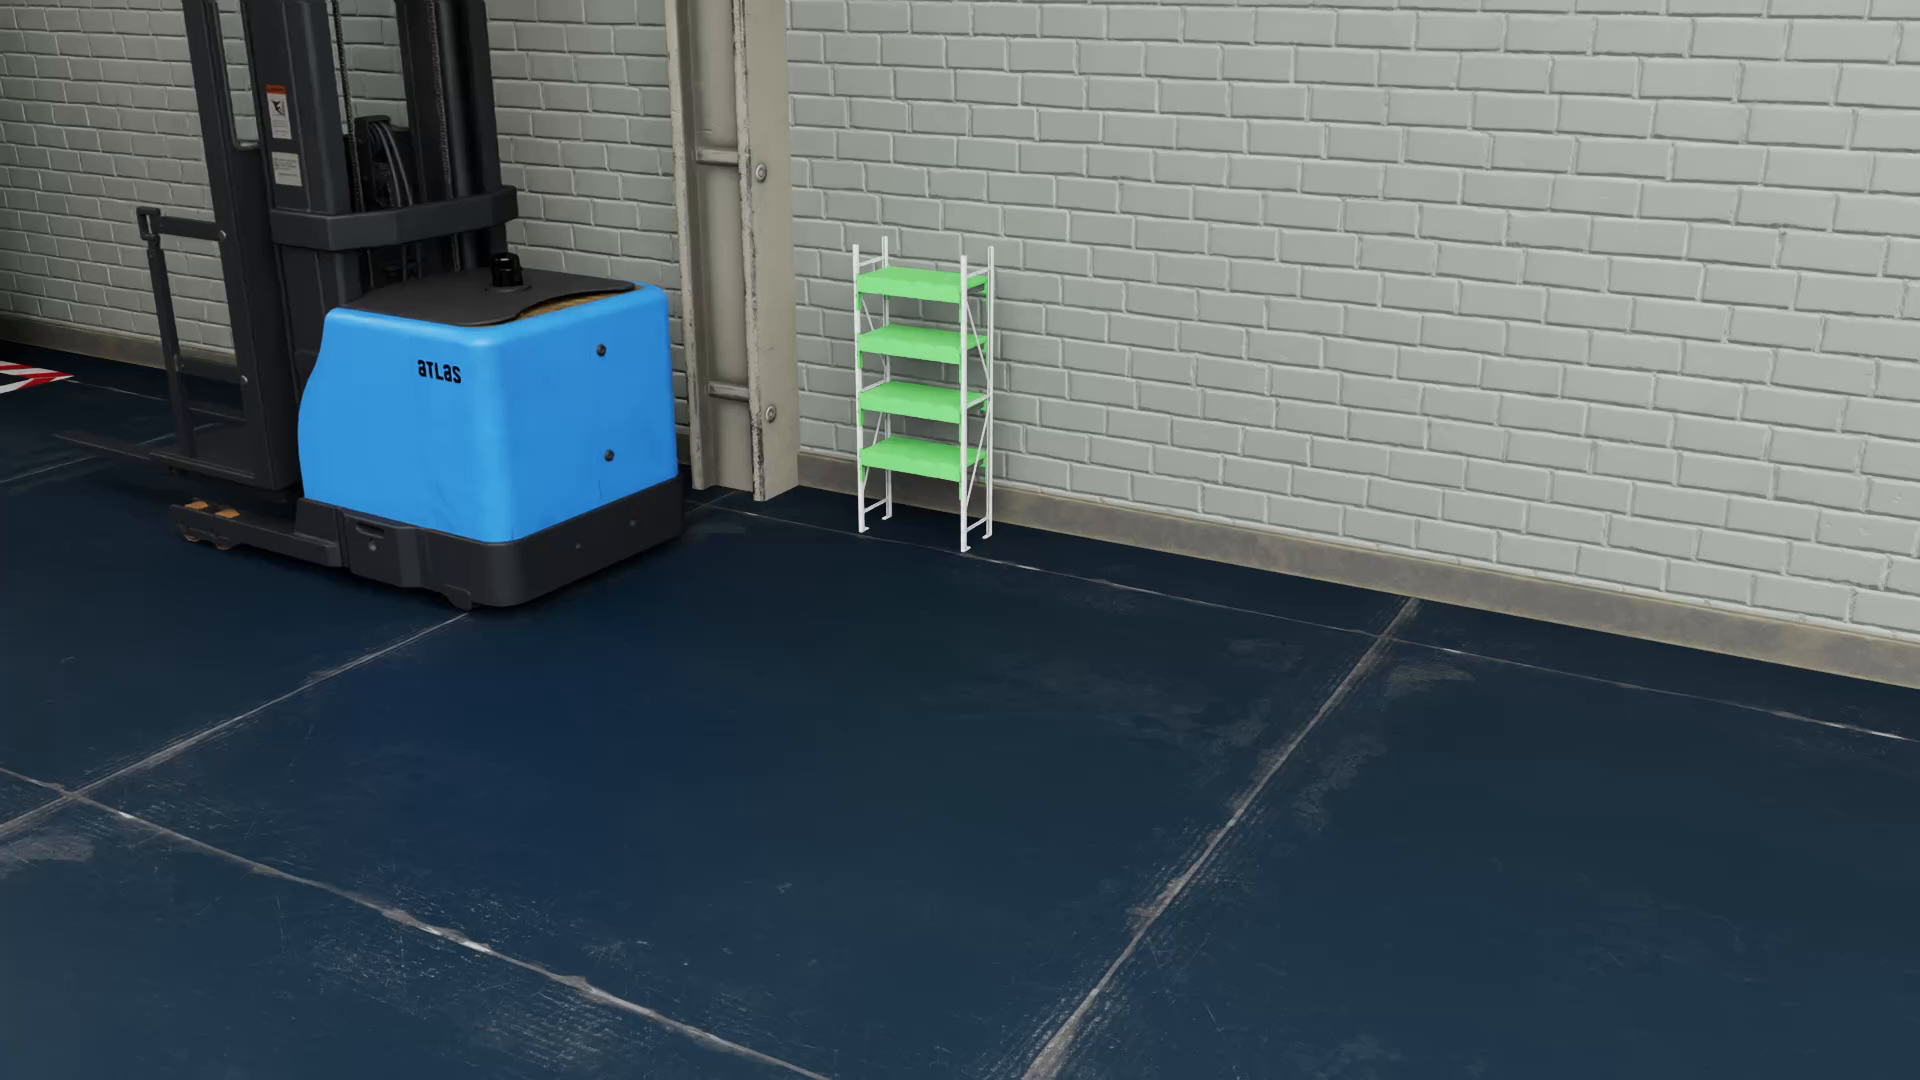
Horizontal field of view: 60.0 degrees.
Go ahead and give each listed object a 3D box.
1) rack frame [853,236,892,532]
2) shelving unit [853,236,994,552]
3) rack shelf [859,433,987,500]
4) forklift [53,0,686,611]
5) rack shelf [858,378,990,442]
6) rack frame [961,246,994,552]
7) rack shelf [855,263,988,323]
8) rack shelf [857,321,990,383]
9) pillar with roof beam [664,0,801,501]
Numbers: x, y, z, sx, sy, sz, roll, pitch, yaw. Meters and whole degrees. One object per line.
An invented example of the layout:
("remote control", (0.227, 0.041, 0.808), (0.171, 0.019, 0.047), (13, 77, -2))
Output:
("rack frame", (-0.358, -0.632, 6.848), (0.015, 1.200, 0.240), (11, 23, 27))
("shelving unit", (-0.145, -0.592, 6.736), (0.503, 1.200, 0.258), (11, 23, 27))
("rack shelf", (-0.145, -0.306, 6.840), (0.480, 0.148, 0.258), (11, 23, 27))
("forklift", (-2.644, -1.476, 6.636), (3.031, 2.935, 1.130), (12, 23, 29))
("rack shelf", (-0.145, -0.531, 6.758), (0.480, 0.148, 0.258), (11, 23, 27))
("rack frame", (0.068, -0.551, 6.624), (0.015, 1.200, 0.240), (11, 23, 27))
("rack shelf", (-0.145, -0.983, 6.594), (0.480, 0.148, 0.258), (11, 23, 27))
("rack shelf", (-0.145, -0.757, 6.676), (0.480, 0.148, 0.258), (11, 23, 27))
("pillar with roof beam", (-3.065, -3.196, 2.480), (0.400, 9.000, 9.100), (11, 23, 27))
